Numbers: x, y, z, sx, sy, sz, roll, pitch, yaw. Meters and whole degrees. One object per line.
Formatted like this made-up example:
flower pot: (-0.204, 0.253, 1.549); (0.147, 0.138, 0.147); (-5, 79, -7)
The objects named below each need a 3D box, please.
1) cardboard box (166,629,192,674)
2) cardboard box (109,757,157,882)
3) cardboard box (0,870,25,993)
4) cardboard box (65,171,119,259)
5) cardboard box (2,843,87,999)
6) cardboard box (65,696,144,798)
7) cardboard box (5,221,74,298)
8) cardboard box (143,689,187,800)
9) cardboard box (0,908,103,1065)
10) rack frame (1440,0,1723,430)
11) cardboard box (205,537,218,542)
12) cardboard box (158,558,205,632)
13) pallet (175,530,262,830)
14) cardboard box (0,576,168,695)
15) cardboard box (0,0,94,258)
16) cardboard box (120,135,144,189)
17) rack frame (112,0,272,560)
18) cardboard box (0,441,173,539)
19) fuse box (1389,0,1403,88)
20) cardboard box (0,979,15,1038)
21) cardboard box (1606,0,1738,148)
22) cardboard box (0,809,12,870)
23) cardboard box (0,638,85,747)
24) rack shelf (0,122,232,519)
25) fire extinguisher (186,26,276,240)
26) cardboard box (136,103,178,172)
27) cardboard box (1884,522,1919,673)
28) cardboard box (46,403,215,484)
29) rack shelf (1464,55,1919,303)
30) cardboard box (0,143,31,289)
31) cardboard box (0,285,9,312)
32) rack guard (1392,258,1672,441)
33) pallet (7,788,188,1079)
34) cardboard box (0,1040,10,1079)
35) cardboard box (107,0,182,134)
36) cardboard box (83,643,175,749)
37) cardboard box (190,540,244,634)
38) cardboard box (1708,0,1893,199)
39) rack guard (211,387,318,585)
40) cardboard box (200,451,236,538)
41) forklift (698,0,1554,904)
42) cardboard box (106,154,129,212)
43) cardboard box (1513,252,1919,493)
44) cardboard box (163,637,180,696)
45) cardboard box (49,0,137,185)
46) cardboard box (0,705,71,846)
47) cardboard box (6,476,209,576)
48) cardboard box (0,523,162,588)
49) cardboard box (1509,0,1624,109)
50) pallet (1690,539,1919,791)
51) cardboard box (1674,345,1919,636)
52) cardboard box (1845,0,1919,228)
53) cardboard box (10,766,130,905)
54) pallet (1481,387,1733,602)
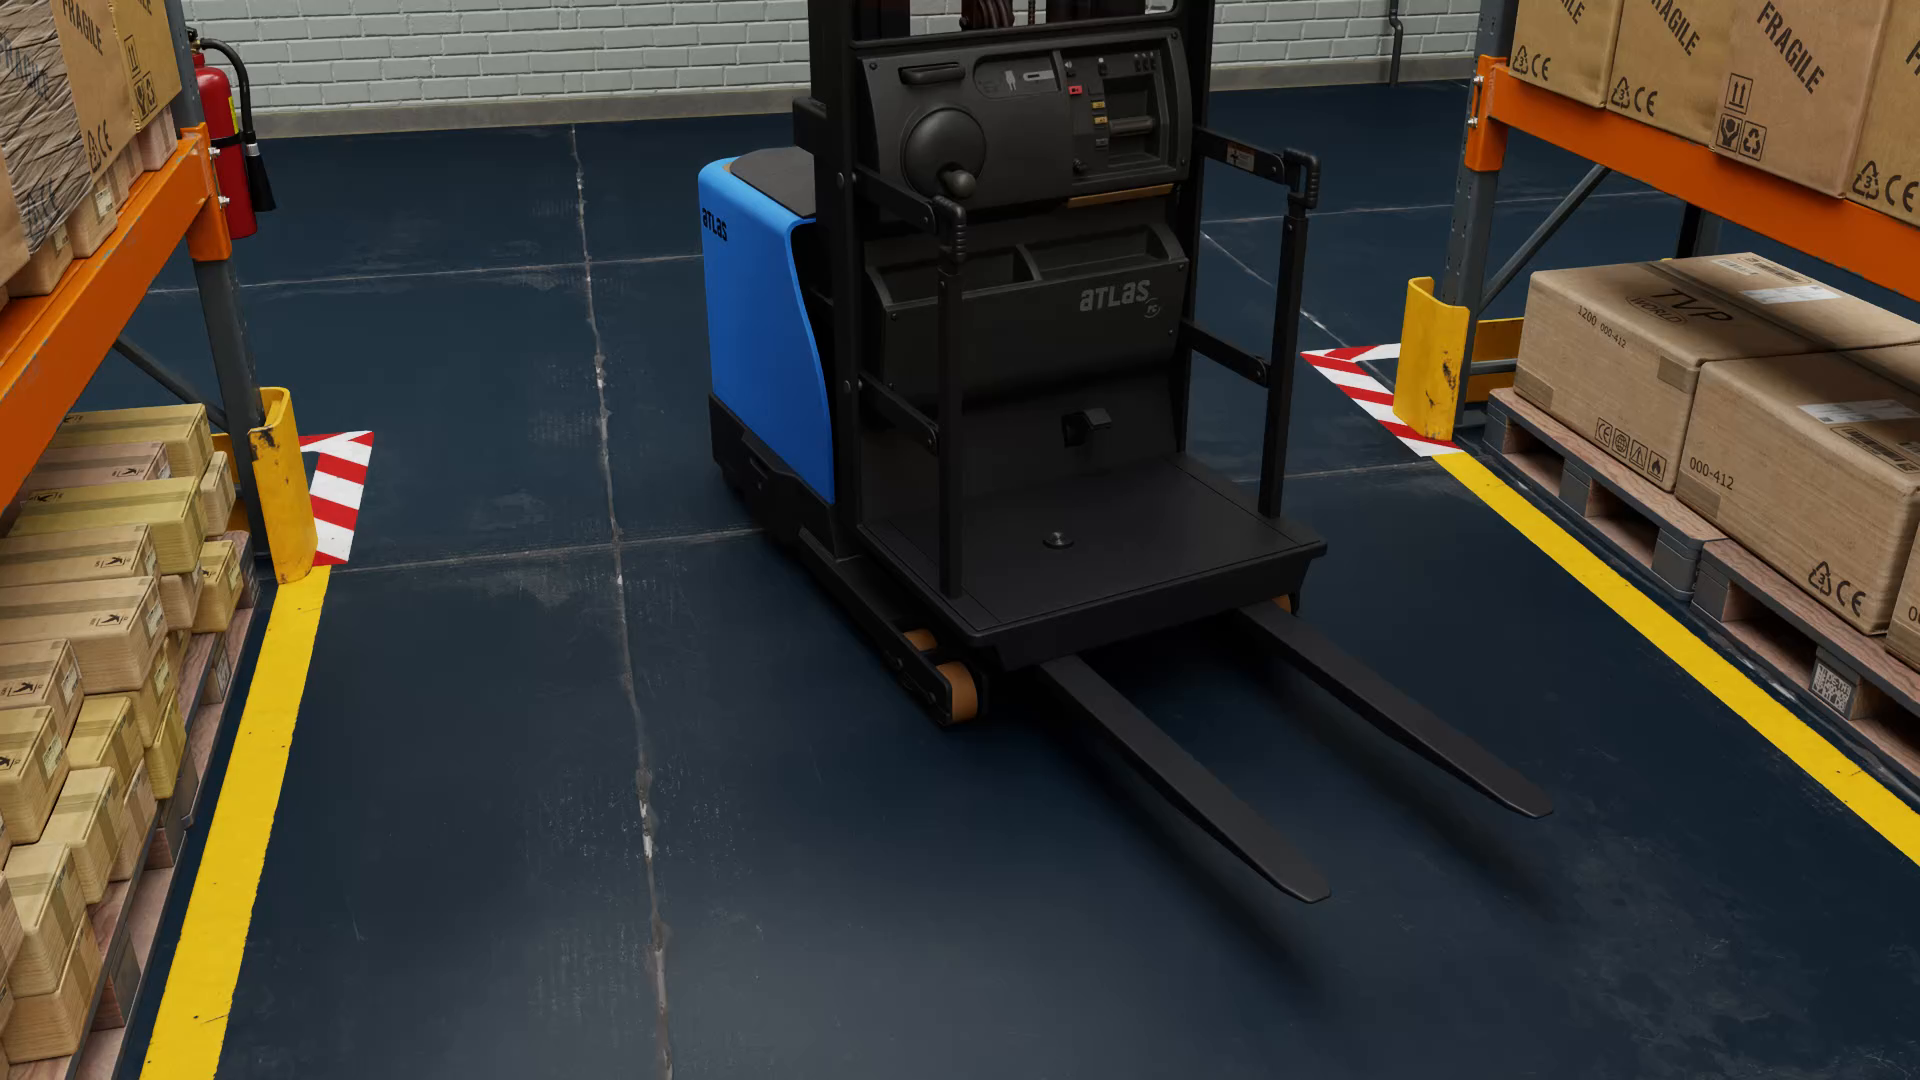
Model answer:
cardboard box: (-2.134, 0.259, 4.105); (0.380, 0.149, 0.250); (-6, 27, -12)
cardboard box: (-1.905, 0.594, 3.442); (0.380, 0.149, 0.250); (-5, 27, -11)
cardboard box: (-1.730, 0.675, 2.621); (0.380, 0.149, 0.250); (-5, 27, -10)
cardboard box: (-2.068, -0.705, 3.598); (0.380, 0.149, 0.250); (-5, 27, -10)
cardboard box: (-1.783, 0.689, 2.923); (0.380, 0.149, 0.250); (-6, 27, -12)
cardboard box: (-1.903, 0.460, 3.377); (0.380, 0.149, 0.250); (-5, 27, -9)
cardboard box: (-2.037, -0.587, 3.362); (0.380, 0.149, 0.250); (-7, 28, -14)
cardboard box: (-1.947, 0.472, 3.684); (0.380, 0.149, 0.250); (-7, 28, -14)
cardboard box: (-1.787, 0.820, 2.994); (0.380, 0.149, 0.250); (-7, 28, -13)
rack frame: (2.212, -1.810, 5.508); (1.000, 3.000, 0.127); (-6, 27, -12)
cardboard box: (-2.266, 0.032, 4.556); (0.380, 0.149, 0.250); (-5, 27, -11)
cardboard box: (-2.072, 0.120, 4.051); (0.380, 0.149, 0.250); (-7, 28, -14)
pallet: (-2.422, 0.375, 4.272); (1.003, 0.211, 1.213); (-6, 27, -12)
cardboard box: (-1.927, 0.212, 3.538); (0.380, 0.149, 0.250); (-5, 27, -10)
cardboard box: (-2.001, -0.821, 3.107); (0.500, 0.500, 0.500); (-6, 27, -11)
cardboard box: (-2.219, -0.924, 4.030); (0.380, 0.149, 0.250); (-6, 27, -12)
rack frame: (-2.588, -1.263, 4.424); (1.000, 3.000, 0.127); (-6, 27, -12)
cardboard box: (-2.221, -0.121, 4.198); (0.380, 0.149, 0.250); (-5, 27, -11)
fuse box: (2.998, -3.857, 10.993); (0.539, 1.711, 0.414); (-6, 27, -12)
cardboard box: (-1.788, 0.806, 2.691); (0.380, 0.149, 0.250); (-5, 27, -9)
cardboard box: (2.182, -1.396, 4.576); (0.500, 0.500, 0.500); (-6, 27, -12)
cardboard box: (-1.872, 0.564, 2.842); (0.380, 0.149, 0.250); (-7, 28, -14)
cardboard box: (-1.976, 0.339, 3.286); (0.380, 0.149, 0.250); (-7, 28, -13)
rack shelf: (-2.137, -0.064, 2.846); (1.077, 0.370, 4.000); (-6, 27, -12)
fire extinguisher: (-2.195, -1.220, 4.837); (0.296, 0.674, 0.183); (-6, 27, -12)
cardboard box: (-2.239, -1.037, 4.254); (0.380, 0.149, 0.250); (-6, 27, -12)
cardboard box: (2.874, 0.223, 3.858); (0.875, 0.438, 0.875); (-7, 28, -13)
cardboard box: (-2.222, -0.237, 4.428); (0.380, 0.149, 0.250); (-6, 27, -11)
rack shelf: (2.663, -0.611, 3.930); (1.077, 0.370, 4.000); (-6, 27, -12)
cardboard box: (-1.899, -0.601, 2.671); (0.500, 0.500, 0.500); (-5, 27, -9)
cardboard box: (-2.034, -0.462, 3.116); (0.380, 0.149, 0.250); (-7, 28, -14)
rack guard: (2.207, -0.705, 6.092); (1.175, 0.500, 0.348); (-6, 27, -12)
pallet: (-2.151, 0.910, 3.213); (1.003, 0.211, 1.213); (-6, 27, -12)
cardboard box: (-1.823, 0.944, 2.749); (0.380, 0.149, 0.250); (-7, 28, -14)
cardboard box: (-2.236, -1.270, 3.995); (0.500, 0.500, 0.500); (-5, 27, -11)
cardboard box: (-1.943, 0.346, 3.604); (0.380, 0.149, 0.250); (-6, 27, -11)
cardboard box: (-2.109, 0.134, 4.352); (0.380, 0.149, 0.250); (-5, 27, -10)
cardboard box: (2.279, -1.171, 4.129); (0.500, 0.500, 0.500); (-6, 27, -12)
rack guard: (-2.571, -0.114, 4.921); (1.175, 0.500, 0.348); (-6, 27, -12)
cardboard box: (-2.191, -0.108, 4.503); (0.380, 0.149, 0.250); (-7, 28, -13)
forklift: (0.290, -1.059, 4.095); (1.130, 2.935, 3.031); (-13, 30, -24)
cardboard box: (-2.148, -0.815, 3.815); (0.380, 0.149, 0.250); (-6, 27, -12)
cardboard box: (2.458, -0.574, 5.436); (0.875, 0.438, 0.875); (-7, 28, -13)
cardboard box: (-2.065, 0.366, 3.893); (0.380, 0.149, 0.250); (-6, 27, -11)
cardboard box: (-2.125, -1.043, 3.546); (0.500, 0.500, 0.500); (-6, 27, -12)
cardboard box: (-1.889, 0.451, 3.064); (0.380, 0.149, 0.250); (-6, 27, -11)
cardboard box: (-2.039, -0.020, 3.998); (0.380, 0.149, 0.250); (-7, 28, -13)
cardboard box: (-2.042, 0.100, 3.760); (0.380, 0.149, 0.250); (-7, 28, -14)
cardboard box: (2.041, -1.615, 5.010); (0.500, 0.500, 0.500); (-6, 27, -12)
pallet: (2.740, 0.312, 4.397); (1.003, 0.211, 1.213); (-6, 27, -12)
cardboard box: (2.673, -0.173, 4.642); (0.875, 0.438, 0.875); (-5, 27, -10)
cardboard box: (2.408, -0.952, 3.697); (0.500, 0.500, 0.500); (-5, 27, -10)
cardboard box: (-1.814, 0.578, 3.143); (0.380, 0.149, 0.250); (-6, 27, -11)
pallet: (2.469, -0.222, 5.456); (1.003, 0.211, 1.213); (-6, 27, -12)
